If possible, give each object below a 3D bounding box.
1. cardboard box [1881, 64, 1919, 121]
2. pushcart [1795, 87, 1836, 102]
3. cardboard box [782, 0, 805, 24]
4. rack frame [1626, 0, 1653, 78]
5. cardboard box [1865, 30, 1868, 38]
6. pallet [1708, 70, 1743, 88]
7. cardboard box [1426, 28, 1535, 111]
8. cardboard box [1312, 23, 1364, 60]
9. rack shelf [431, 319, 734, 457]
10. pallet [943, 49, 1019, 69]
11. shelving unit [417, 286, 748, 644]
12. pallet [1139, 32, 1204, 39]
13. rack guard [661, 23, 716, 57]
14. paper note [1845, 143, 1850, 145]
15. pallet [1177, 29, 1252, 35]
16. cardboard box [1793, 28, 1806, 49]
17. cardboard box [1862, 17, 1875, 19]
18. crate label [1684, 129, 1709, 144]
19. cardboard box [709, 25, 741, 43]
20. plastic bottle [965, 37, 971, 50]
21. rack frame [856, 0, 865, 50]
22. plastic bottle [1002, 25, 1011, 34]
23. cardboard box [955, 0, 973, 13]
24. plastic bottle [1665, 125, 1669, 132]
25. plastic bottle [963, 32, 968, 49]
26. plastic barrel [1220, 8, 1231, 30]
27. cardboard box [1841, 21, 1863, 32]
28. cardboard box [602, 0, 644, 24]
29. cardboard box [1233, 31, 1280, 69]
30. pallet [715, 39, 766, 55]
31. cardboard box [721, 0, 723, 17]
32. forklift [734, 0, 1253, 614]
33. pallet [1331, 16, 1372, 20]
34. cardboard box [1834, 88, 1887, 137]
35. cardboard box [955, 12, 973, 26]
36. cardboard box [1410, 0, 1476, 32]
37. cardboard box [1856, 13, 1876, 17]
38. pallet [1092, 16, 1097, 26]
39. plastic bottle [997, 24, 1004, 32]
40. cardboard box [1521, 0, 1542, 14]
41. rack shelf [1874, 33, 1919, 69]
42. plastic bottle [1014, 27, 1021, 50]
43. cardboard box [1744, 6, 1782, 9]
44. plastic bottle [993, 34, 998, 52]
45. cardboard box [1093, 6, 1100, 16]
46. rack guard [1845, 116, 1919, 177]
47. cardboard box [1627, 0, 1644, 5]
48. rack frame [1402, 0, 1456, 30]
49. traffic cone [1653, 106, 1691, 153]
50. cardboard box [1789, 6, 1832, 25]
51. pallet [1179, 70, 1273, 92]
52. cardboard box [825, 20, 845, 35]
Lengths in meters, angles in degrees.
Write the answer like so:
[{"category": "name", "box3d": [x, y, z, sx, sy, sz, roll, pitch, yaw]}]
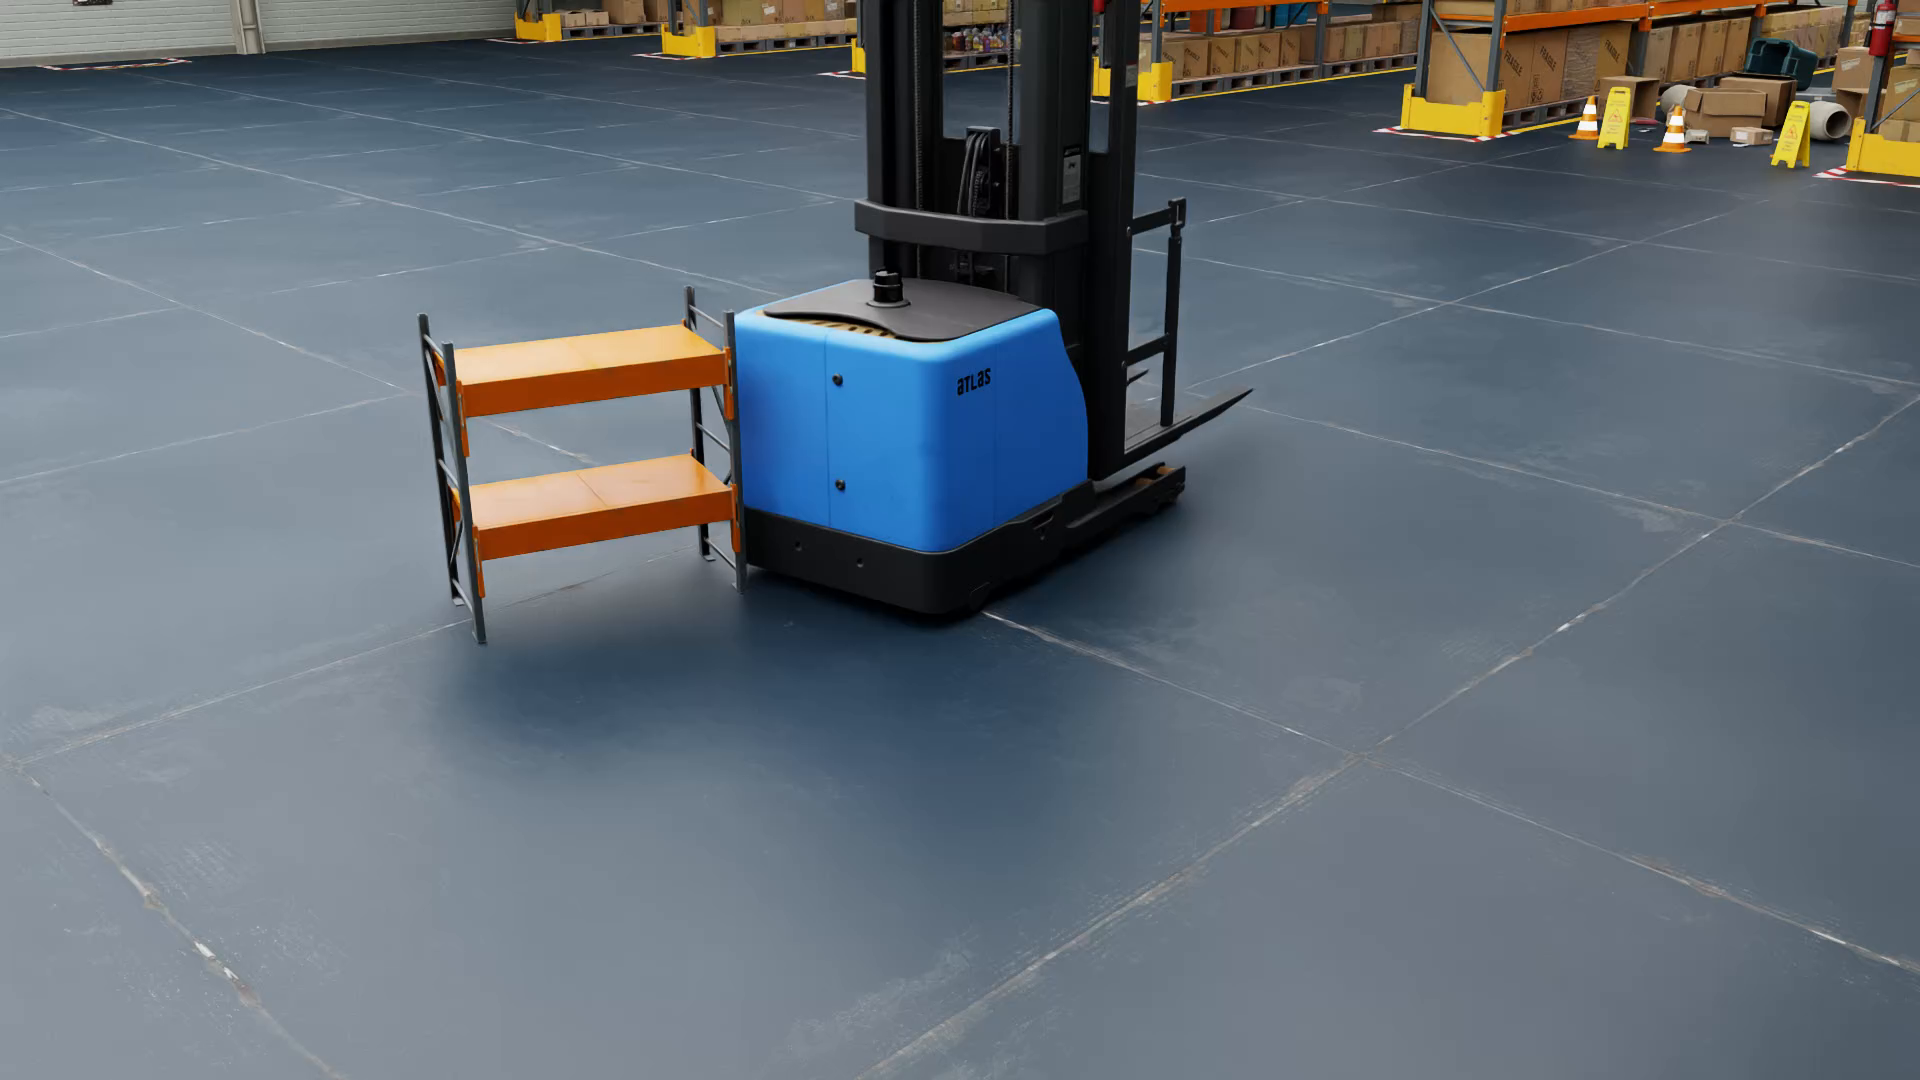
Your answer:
[{"category": "cardboard box", "box3d": [9.794, -4.559, 16.958, 0.500, 0.500, 0.500, 19, 28, 41]}, {"category": "pushcart", "box3d": [10.544, -5.388, 20.566, 1.648, 0.377, 0.936, 9, 23, 23]}, {"category": "cardboard box", "box3d": [-3.191, -9.716, 30.374, 0.500, 0.500, 0.500, 19, 28, 41]}, {"category": "rack frame", "box3d": [8.596, -7.267, 21.800, 1.000, 3.000, 0.127, 19, 28, 41]}, {"category": "cardboard box", "box3d": [15.314, -8.633, 28.328, 0.250, 0.149, 0.380, -19, 28, -40]}, {"category": "pallet", "box3d": [10.782, -6.810, 24.497, 1.003, 0.211, 1.213, 19, 28, 41]}, {"category": "cardboard box", "box3d": [6.231, -5.634, 19.927, 0.875, 0.875, 0.875, 19, 28, 41]}, {"category": "cardboard box", "box3d": [5.902, -7.843, 26.170, 0.700, 0.500, 0.500, 19, 28, 40]}, {"category": "rack shelf", "box3d": [-1.411, -0.583, 6.208, 1.000, 0.278, 0.538, -10, 23, -25]}, {"category": "pallet", "box3d": [0.214, -7.995, 27.581, 1.003, 0.211, 1.213, 19, 28, 41]}, {"category": "shelving unit", "box3d": [-1.411, -0.310, 6.313, 1.048, 1.125, 0.538, -10, 23, -25]}, {"category": "pallet", "box3d": [3.786, -9.311, 31.005, 1.003, 0.211, 1.213, 19, 28, 41]}, {"category": "rack guard", "box3d": [-4.790, -8.813, 29.307, 1.175, 0.500, 0.348, 19, 28, 41]}, {"category": "paper note", "box3d": [9.942, -4.415, 18.518, 0.142, 0.019, 0.148, 9, 23, 23]}, {"category": "pallet", "box3d": [4.874, -9.713, 32.052, 1.003, 0.211, 1.213, 19, 28, 41]}, {"category": "cardboard box", "box3d": [12.765, -7.705, 25.840, 0.500, 0.500, 0.500, 18, 28, 39]}, {"category": "cardboard box", "box3d": [15.674, -8.898, 28.603, 0.380, 0.149, 0.250, 19, 28, 41]}, {"category": "crate label", "box3d": [8.270, -4.531, 18.672, 0.250, 0.136, 0.298, 5, 22, 13]}, {"category": "cardboard box", "box3d": [-4.240, -8.981, 29.507, 0.500, 0.250, 0.500, 19, 28, 41]}, {"category": "plastic bottle", "box3d": [0.135, -8.294, 27.759, 0.097, 0.201, 0.097, 0, 21, 0]}, {"category": "rack frame", "box3d": [-1.227, -8.746, 25.647, 1.000, 3.000, 0.127, 19, 28, 41]}, {"category": "plastic bottle", "box3d": [0.807, -8.603, 28.355, 0.144, 0.351, 0.185, 19, 28, 41]}, {"category": "cardboard box", "box3d": [-0.093, -10.756, 33.344, 0.500, 0.311, 0.500, 19, 28, 40]}, {"category": "plastic bottle", "box3d": [8.419, -4.873, 19.666, 0.133, 0.061, 0.283, 9, 23, 23]}, {"category": "plastic bottle", "box3d": [0.033, -8.355, 27.814, 0.152, 0.276, 0.135, 18, 28, 39]}, {"category": "plastic barrel", "box3d": [5.013, -10.134, 32.142, 0.421, 0.512, 0.421, 0, 21, 0]}, {"category": "cardboard box", "box3d": [14.800, -8.559, 27.720, 0.250, 0.149, 0.380, -18, 28, -39]}, {"category": "cardboard box", "box3d": [-6.832, -10.742, 33.711, 0.700, 0.500, 0.500, 17, 27, 37]}, {"category": "cardboard box", "box3d": [4.411, -7.321, 24.841, 0.500, 0.500, 0.500, -11, 23, -25]}, {"category": "pallet", "box3d": [-4.270, -8.892, 29.914, 1.003, 0.211, 1.213, 19, 28, 41]}, {"category": "cardboard box", "box3d": [-5.033, -11.485, 35.646, 0.500, 0.500, 0.700, -19, 28, -40]}, {"category": "forklift", "box3d": [0.363, -1.565, 7.061, 1.130, 2.935, 3.031, 14, 25, 32]}, {"category": "pallet", "box3d": [8.481, -11.042, 35.510, 1.003, 0.211, 1.213, 19, 28, 41]}, {"category": "cardboard box", "box3d": [10.490, -4.953, 19.261, 0.500, 0.500, 0.500, -2, 21, -5]}, {"category": "cardboard box", "box3d": [-0.095, -10.497, 33.451, 0.500, 0.250, 0.500, -19, 28, -41]}, {"category": "cardboard box", "box3d": [8.399, -8.939, 28.526, 1.225, 0.875, 0.875, 18, 27, 38]}, {"category": "cardboard box", "box3d": [16.252, -9.344, 29.763, 0.250, 0.149, 0.380, -20, 28, -41]}, {"category": "pallet", "box3d": [2.207, -11.236, 36.012, 1.003, 0.211, 1.213, 19, 28, 41]}, {"category": "plastic bottle", "box3d": [0.703, -8.639, 28.449, 0.185, 0.351, 0.144, -19, 28, -41]}, {"category": "cardboard box", "box3d": [6.400, -6.562, 19.757, 0.875, 0.550, 0.550, 19, 28, 41]}, {"category": "rack shelf", "box3d": [10.818, -5.204, 17.436, 1.077, 0.370, 4.000, 19, 28, 41]}, {"category": "plastic bottle", "box3d": [0.962, -8.373, 27.756, 0.144, 0.351, 0.185, 19, 28, 40]}, {"category": "cardboard box", "box3d": [12.743, -8.311, 26.370, 0.500, 0.250, 0.500, -19, 28, -40]}, {"category": "plastic bottle", "box3d": [0.570, -8.179, 27.363, 0.097, 0.271, 0.097, 0, 21, 0]}, {"category": "cardboard box", "box3d": [2.758, -11.657, 36.093, 0.500, 0.500, 0.500, 20, 29, 41]}, {"category": "rack guard", "box3d": [9.475, -3.878, 16.468, 1.175, 0.500, 0.348, 19, 28, 41]}, {"category": "cardboard box", "box3d": [8.347, -7.239, 21.518, 0.875, 0.550, 0.550, 19, 28, 41]}, {"category": "rack frame", "box3d": [7.903, -9.562, 27.772, 1.000, 3.000, 0.127, 19, 28, 41]}, {"category": "traffic cone", "box3d": [7.766, -4.465, 18.047, 0.336, 0.463, 0.334, 19, 28, 41]}, {"category": "cardboard box", "box3d": [13.470, -8.319, 26.391, 0.500, 0.250, 0.500, -19, 28, -40]}, {"category": "pallet", "box3d": [3.818, -6.736, 24.305, 1.003, 0.211, 1.213, 19, 28, 41]}, {"category": "cardboard box", "box3d": [-2.505, -9.627, 31.188, 0.500, 0.250, 0.500, 19, 28, 41]}]
